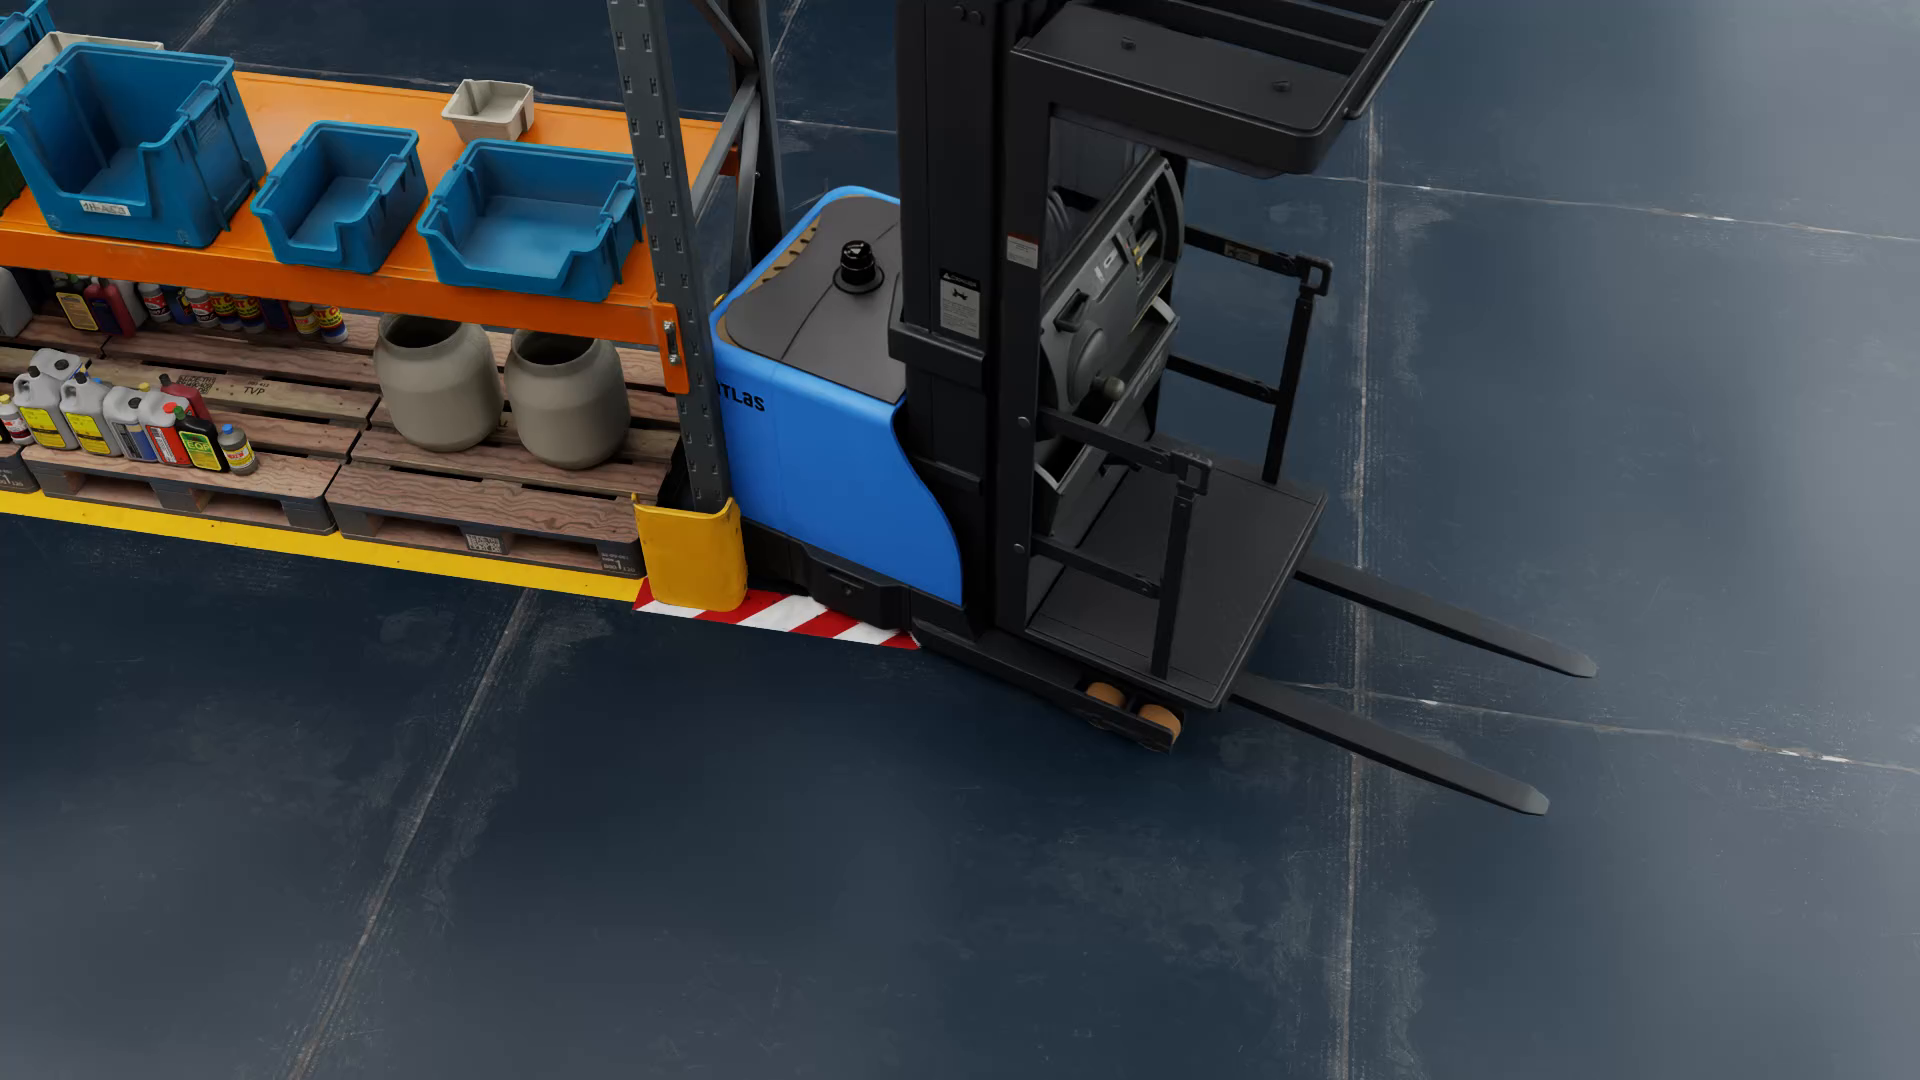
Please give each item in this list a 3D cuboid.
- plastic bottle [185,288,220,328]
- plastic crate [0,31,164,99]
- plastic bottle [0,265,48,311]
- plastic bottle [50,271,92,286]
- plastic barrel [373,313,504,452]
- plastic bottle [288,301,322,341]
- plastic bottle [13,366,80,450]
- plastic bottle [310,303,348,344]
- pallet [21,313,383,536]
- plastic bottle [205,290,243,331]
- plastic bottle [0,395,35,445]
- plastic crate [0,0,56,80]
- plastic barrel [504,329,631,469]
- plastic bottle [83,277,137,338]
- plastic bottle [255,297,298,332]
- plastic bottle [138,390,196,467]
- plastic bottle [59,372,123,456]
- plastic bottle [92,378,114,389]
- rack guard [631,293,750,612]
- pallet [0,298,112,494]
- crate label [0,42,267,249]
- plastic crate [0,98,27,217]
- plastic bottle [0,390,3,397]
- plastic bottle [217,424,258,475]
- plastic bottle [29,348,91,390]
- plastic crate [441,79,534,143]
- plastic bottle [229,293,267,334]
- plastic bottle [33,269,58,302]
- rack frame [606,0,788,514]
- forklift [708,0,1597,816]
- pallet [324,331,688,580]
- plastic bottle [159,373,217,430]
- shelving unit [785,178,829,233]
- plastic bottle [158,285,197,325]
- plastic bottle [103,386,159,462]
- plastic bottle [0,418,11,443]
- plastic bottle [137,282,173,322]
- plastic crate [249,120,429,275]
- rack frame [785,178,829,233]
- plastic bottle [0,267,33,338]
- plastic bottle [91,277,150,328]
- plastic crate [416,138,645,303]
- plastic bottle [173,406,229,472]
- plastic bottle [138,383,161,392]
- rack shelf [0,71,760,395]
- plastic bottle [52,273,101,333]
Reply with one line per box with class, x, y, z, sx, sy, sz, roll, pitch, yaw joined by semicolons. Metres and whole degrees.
plastic bottle;-3.045;-0.960;6.682;0.097;0.201;0.097;0;48;0
plastic crate;-3.076;-1.621;5.867;0.437;0.136;0.530;8;49;7
plastic bottle;-3.845;-1.100;6.707;0.185;0.351;0.144;5;48;5
plastic bottle;-3.528;-1.058;6.669;0.185;0.351;0.144;7;48;7
plastic barrel;-1.938;-0.615;6.177;0.421;0.512;0.421;0;48;0
plastic bottle;-2.614;-0.902;6.630;0.097;0.201;0.097;0;48;0
plastic bottle;-3.395;-0.508;6.175;0.185;0.351;0.144;7;48;7
plastic bottle;-2.512;-0.912;6.591;0.097;0.271;0.097;0;48;0
pallet;-2.862;-0.527;6.582;1.213;0.211;1.003;8;49;7
plastic bottle;-2.948;-0.971;6.644;0.097;0.271;0.097;0;48;0
plastic bottle;-3.539;-0.460;6.232;0.097;0.201;0.097;0;48;0
plastic crate;-3.582;-1.741;5.898;0.616;0.251;0.499;8;49;7
plastic barrel;-1.444;-0.549;6.117;0.421;0.512;0.421;0;48;0
plastic bottle;-3.387;-0.933;6.602;0.133;0.283;0.061;8;49;7
plastic bottle;-2.731;-0.959;6.626;0.133;0.283;0.061;8;49;7
plastic bottle;-2.911;-0.421;6.147;0.135;0.276;0.152;8;49;7
plastic bottle;-3.212;-0.484;6.153;0.185;0.351;0.144;9;49;8
plastic bottle;-3.233;-0.528;6.293;0.097;0.201;0.097;0;48;0
rack guard;-0.866;-0.349;6.228;0.348;0.500;1.175;8;49;7
pallet;-4.066;-0.687;6.725;1.213;0.211;1.003;8;49;7
crate label;-2.642;-1.266;5.348;0.616;0.435;0.502;8;49;7
plastic crate;-3.434;-1.281;5.527;0.662;0.188;0.450;8;49;7
plastic bottle;-3.662;-0.546;6.262;0.097;0.271;0.097;0;48;0
plastic bottle;-2.668;-0.343;6.127;0.097;0.201;0.097;0;48;0
plastic bottle;-3.393;-0.595;6.303;0.135;0.276;0.152;8;49;7
plastic crate;-1.607;-1.475;5.736;0.250;0.136;0.298;8;49;7
plastic bottle;-2.849;-0.957;6.632;0.097;0.271;0.097;0;48;0
plastic bottle;-3.678;-1.087;6.740;0.133;0.283;0.061;11;49;9
rack frame;-0.783;-1.209;5.320;0.127;3.000;1.000;8;49;7
forklift;0.645;-0.723;4.929;3.031;2.935;1.130;22;52;18
pallet;-1.665;-0.364;6.435;1.213;0.211;1.003;8;49;7
plastic bottle;-2.893;-0.502;6.215;0.133;0.283;0.061;8;49;7
shelving unit;-0.528;-0.948;6.497;0.258;0.900;0.210;-31;55;-25
plastic bottle;-3.147;-0.998;6.668;0.097;0.271;0.097;0;48;0
plastic bottle;-3.048;-0.440;6.164;0.135;0.276;0.152;6;48;6
plastic bottle;-3.658;-0.490;6.204;0.133;0.283;0.061;10;49;9
plastic bottle;-3.247;-0.988;6.706;0.097;0.201;0.097;0;48;0
plastic crate;-1.967;-1.097;5.319;0.408;0.251;0.499;8;49;7
rack frame;-0.593;-1.007;6.549;0.240;0.900;0.006;-31;55;-25
plastic bottle;-3.847;-0.964;6.635;0.135;0.276;0.152;8;49;7
plastic bottle;-3.368;-1.008;6.675;0.135;0.276;0.152;8;49;8
plastic crate;-1.329;-1.007;5.238;0.616;0.251;0.499;8;49;7
plastic bottle;-2.787;-0.372;6.098;0.133;0.283;0.061;9;49;8
plastic bottle;-3.044;-0.508;6.276;0.097;0.201;0.097;0;48;0
rack shelf;-2.751;-1.233;5.825;4.000;0.370;1.077;8;49;7
plastic bottle;-3.521;-0.957;6.623;0.133;0.283;0.061;8;49;7
